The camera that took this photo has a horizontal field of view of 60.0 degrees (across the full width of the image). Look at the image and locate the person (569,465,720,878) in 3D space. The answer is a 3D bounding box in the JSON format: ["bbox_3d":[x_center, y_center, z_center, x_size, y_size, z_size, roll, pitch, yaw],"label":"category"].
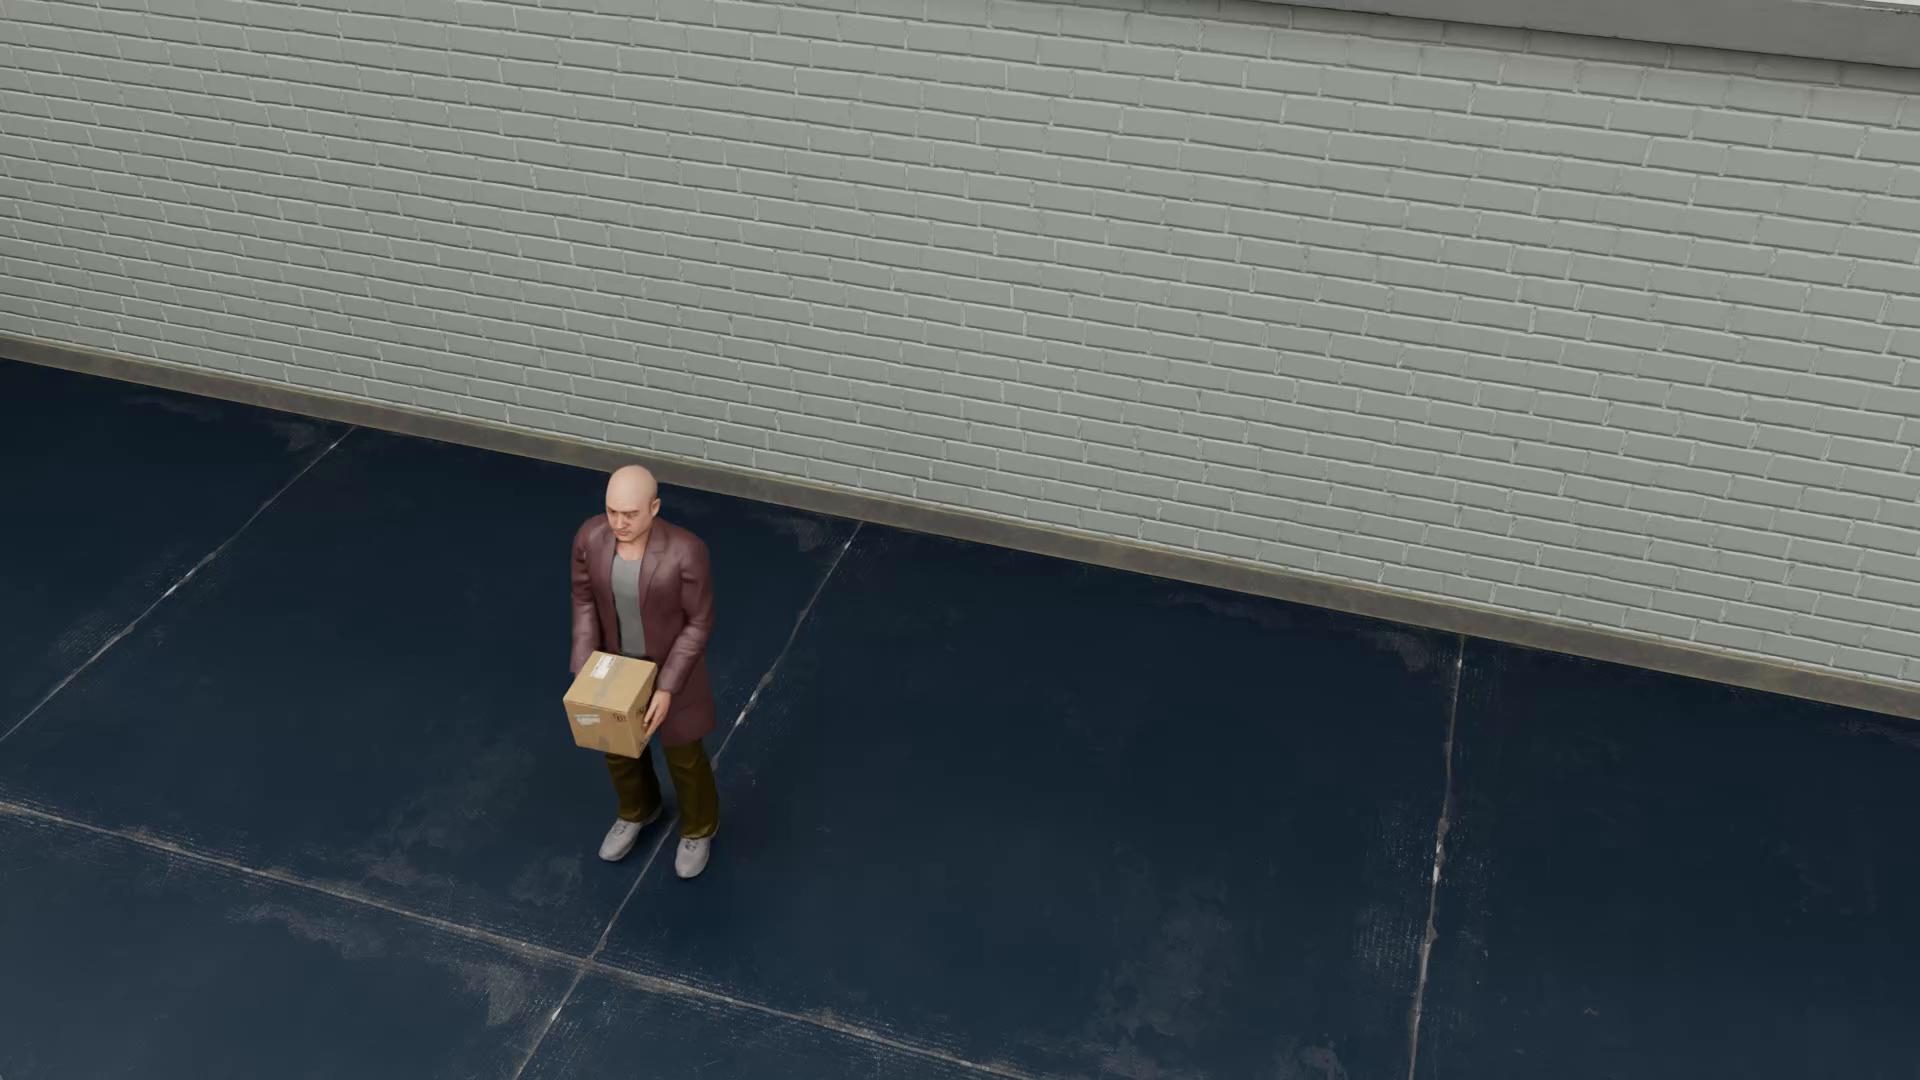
[{"bbox_3d":[-1.183,0.529,6.184,0.566,1.782,0.499,10,38,13],"label":"person"}]
